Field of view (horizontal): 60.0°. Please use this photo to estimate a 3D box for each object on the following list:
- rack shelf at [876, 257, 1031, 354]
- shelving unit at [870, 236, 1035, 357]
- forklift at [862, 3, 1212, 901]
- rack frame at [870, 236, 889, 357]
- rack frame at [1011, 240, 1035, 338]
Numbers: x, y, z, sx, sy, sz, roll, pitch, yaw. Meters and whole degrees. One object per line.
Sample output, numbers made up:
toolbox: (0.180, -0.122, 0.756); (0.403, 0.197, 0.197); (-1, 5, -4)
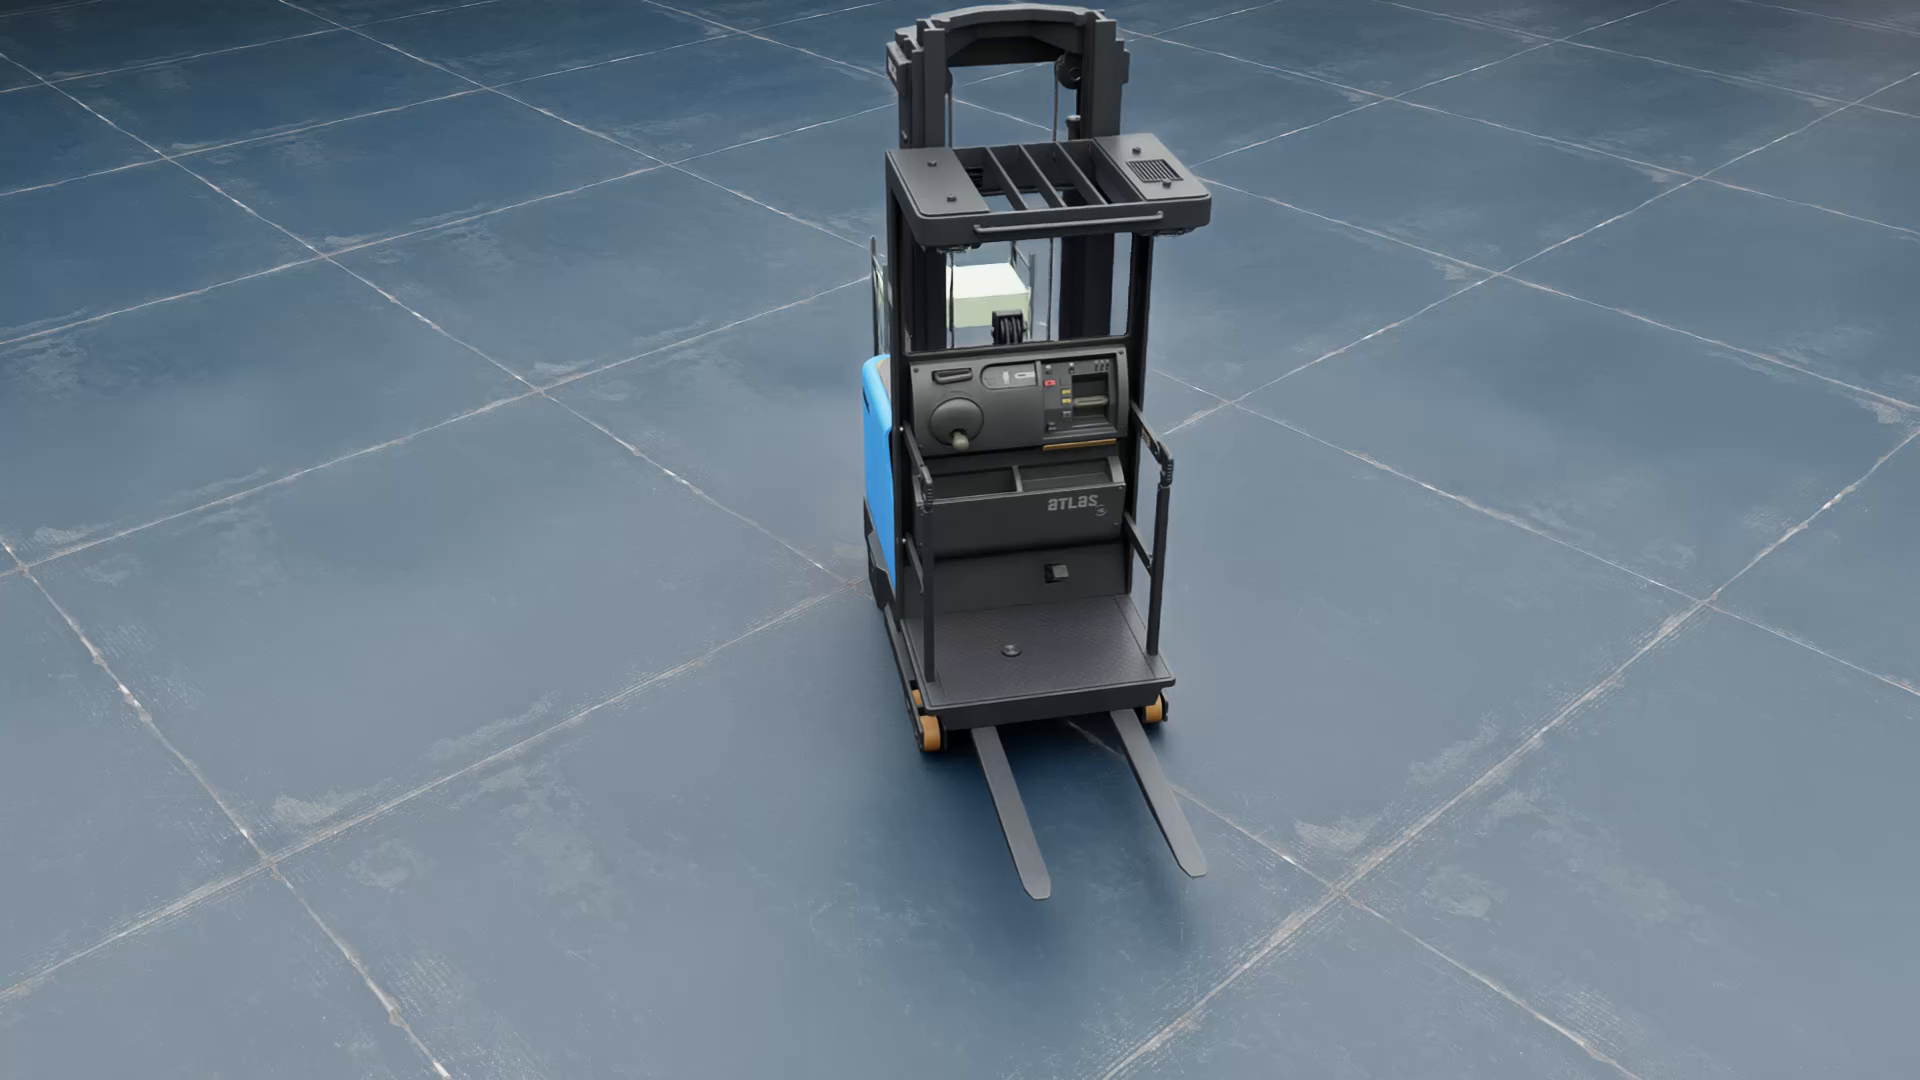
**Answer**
rack shelf: (-0.042, -1.164, 8.467); (0.720, 0.370, 0.431); (-6, 32, -10)
shelving unit: (-0.042, -0.831, 8.671); (0.755, 1.500, 0.431); (-6, 32, -10)
forklift: (0.300, -0.538, 6.821); (1.130, 2.935, 3.031); (-6, 32, -10)
rack frame: (-0.400, -0.791, 8.606); (0.023, 1.500, 0.400); (-6, 32, -10)
rack frame: (0.316, -0.870, 8.736); (0.023, 1.500, 0.400); (-6, 32, -10)
